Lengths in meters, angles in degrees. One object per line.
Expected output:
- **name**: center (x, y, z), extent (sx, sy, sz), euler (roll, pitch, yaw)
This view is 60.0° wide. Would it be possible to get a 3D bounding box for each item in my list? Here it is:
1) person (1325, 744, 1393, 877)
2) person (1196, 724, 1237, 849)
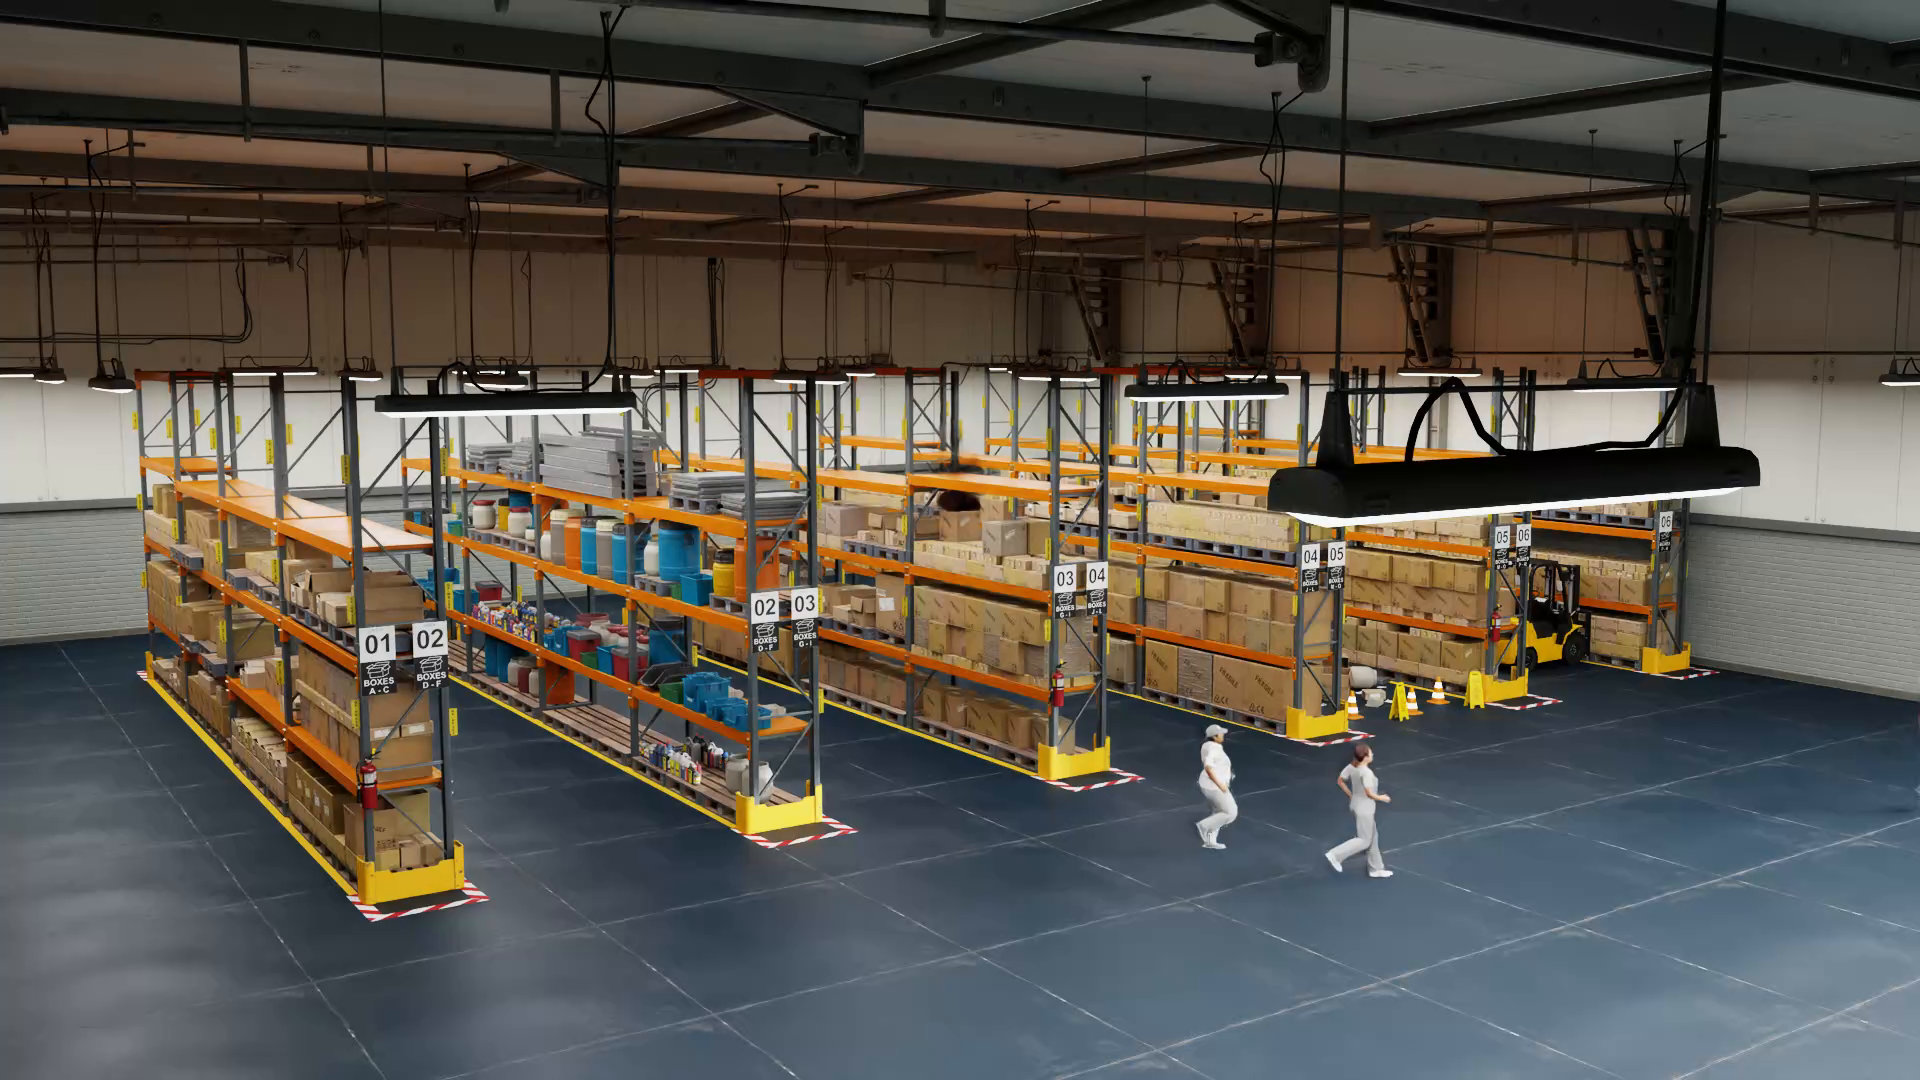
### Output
- **person**: center (4.798, 3.264, 19.958), extent (0.913, 1.657, 0.569), euler (-2, 7, -14)
- **person**: center (3.254, 3.147, 21.181), extent (0.549, 1.623, 0.608), euler (-1, 6, -6)
